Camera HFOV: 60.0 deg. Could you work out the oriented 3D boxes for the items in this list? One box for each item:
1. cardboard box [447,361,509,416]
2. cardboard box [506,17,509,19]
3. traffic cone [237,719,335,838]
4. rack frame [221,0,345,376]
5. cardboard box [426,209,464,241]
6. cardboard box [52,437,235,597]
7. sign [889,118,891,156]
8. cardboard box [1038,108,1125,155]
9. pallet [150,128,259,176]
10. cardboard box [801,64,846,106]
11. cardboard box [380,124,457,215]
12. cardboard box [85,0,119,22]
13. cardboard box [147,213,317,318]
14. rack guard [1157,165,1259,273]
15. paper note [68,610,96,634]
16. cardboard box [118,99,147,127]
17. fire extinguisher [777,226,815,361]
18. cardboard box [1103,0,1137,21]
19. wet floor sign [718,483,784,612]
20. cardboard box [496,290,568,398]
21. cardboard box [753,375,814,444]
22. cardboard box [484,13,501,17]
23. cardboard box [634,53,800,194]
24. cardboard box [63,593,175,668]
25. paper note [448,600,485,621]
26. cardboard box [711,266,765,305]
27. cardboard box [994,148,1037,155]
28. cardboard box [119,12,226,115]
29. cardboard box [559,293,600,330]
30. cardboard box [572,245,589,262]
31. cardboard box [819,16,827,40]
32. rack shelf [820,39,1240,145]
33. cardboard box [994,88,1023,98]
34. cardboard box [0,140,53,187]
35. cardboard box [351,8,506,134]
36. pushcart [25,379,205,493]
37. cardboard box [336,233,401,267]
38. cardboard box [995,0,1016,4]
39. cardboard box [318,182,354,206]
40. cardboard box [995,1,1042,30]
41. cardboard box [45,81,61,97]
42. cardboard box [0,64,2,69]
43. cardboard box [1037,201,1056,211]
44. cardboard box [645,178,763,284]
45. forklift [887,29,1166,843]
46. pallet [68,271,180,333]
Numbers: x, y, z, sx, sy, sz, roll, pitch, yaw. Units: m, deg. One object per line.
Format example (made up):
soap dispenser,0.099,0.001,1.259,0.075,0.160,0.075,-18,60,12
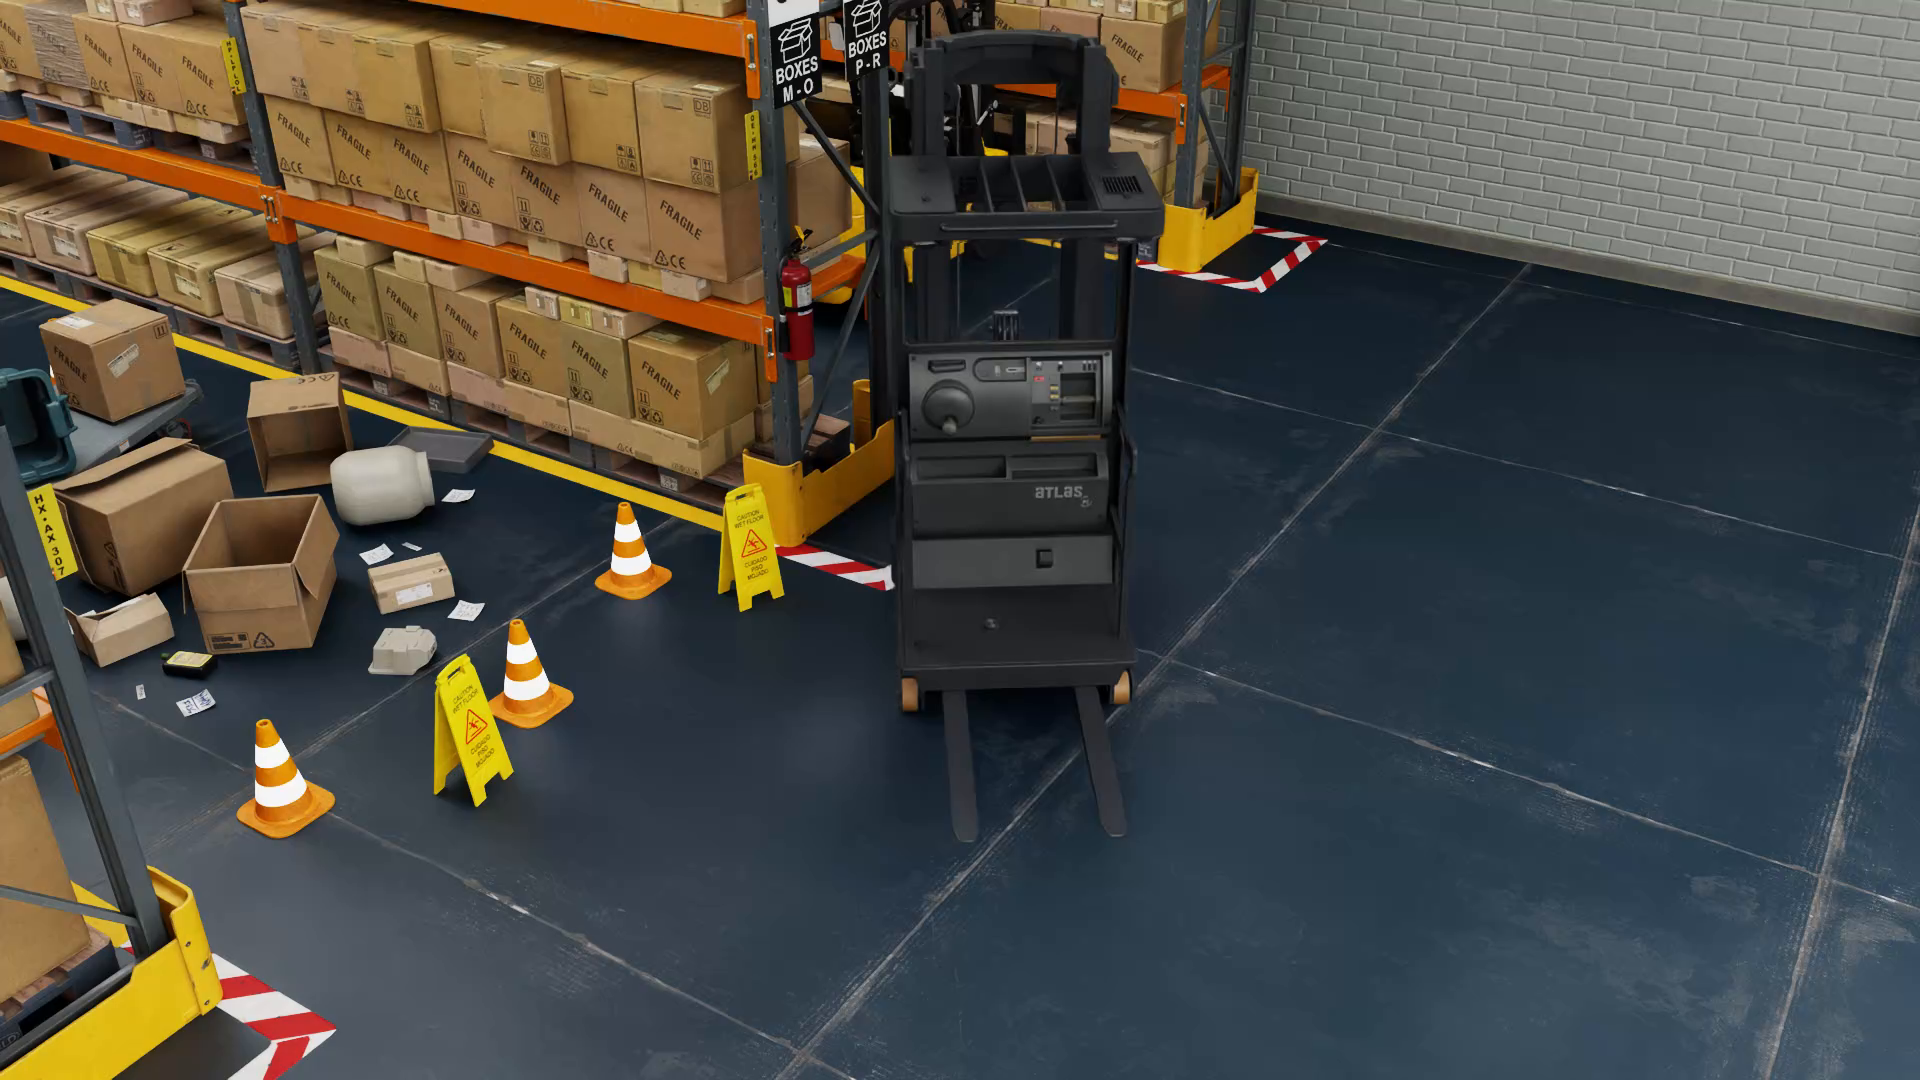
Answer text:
cardboard box,-2.816,-1.029,10.350,0.500,0.250,0.500,17,34,27
cardboard box,-4.312,-4.762,16.376,0.625,0.625,0.875,19,35,29
traffic cone,-2.934,0.970,7.127,0.334,0.463,0.336,18,35,27
rack frame,-4.081,-2.588,10.710,0.127,3.000,1.000,18,35,27
cardboard box,-2.906,-1.912,9.800,0.250,0.149,0.380,18,35,28
cardboard box,-4.323,-0.134,8.846,0.503,0.637,0.797,18,35,27
sign,-0.404,-2.122,9.052,0.005,0.325,0.100,18,35,27
cardboard box,0.951,-3.186,13.055,0.500,0.250,0.500,18,35,28
pallet,-4.651,-2.772,11.216,1.213,0.211,1.003,18,35,27
cardboard box,-1.202,-3.870,14.226,0.500,0.250,0.500,17,34,27
cardboard box,-3.000,-2.258,9.750,0.500,0.500,0.500,17,34,27
cardboard box,-5.427,-3.491,10.803,0.250,0.149,0.380,16,34,25
cardboard box,-5.137,-1.965,11.833,0.625,0.372,0.950,20,36,30
rack guard,1.963,-2.550,13.125,0.348,0.500,1.175,18,35,27
paper note,-4.504,0.420,8.507,0.172,0.023,0.155,-21,36,-32
cardboard box,-5.332,-2.880,11.042,0.250,0.149,0.380,18,35,28
fire extinguisher,-0.841,-1.256,8.503,0.183,0.674,0.296,18,35,27
cardboard box,1.268,-3.989,12.367,0.250,0.149,0.380,18,35,28
wet floor sign,-1.101,0.008,8.596,0.267,0.644,0.232,-21,36,-32
cardboard box,-2.378,-1.214,9.922,0.500,0.500,0.500,17,34,26
cardboard box,-1.229,-0.845,10.033,0.500,0.250,0.500,17,34,27
cardboard box,-5.041,-5.114,17.102,0.500,0.500,0.500,19,35,29
cardboard box,-1.242,-2.164,8.596,0.500,0.500,0.700,17,34,26
cardboard box,-4.192,0.407,8.289,0.258,0.266,0.396,24,38,35
paper note,-2.552,0.362,8.599,0.142,0.019,0.148,6,31,10
cardboard box,-1.123,-1.417,8.952,0.250,0.149,0.380,19,35,29
cardboard box,0.497,-3.111,13.422,0.500,0.250,0.500,17,34,26
cardboard box,-5.015,-3.099,10.775,0.500,0.500,0.500,18,35,28
cardboard box,-2.068,-1.356,9.522,0.250,0.149,0.380,18,35,28
cardboard box,-1.979,-1.700,9.437,0.250,0.149,0.380,18,35,28
cardboard box,-1.208,-4.521,13.923,0.500,0.500,0.500,17,34,26
rack shelf,0.249,-3.861,13.606,4.000,0.370,1.077,18,35,27
cardboard box,0.363,-3.682,13.905,0.500,0.250,0.500,17,34,26
cardboard box,-8.009,-3.144,13.354,0.875,0.875,0.875,17,34,27
cardboard box,-2.991,-2.689,9.496,0.500,0.500,0.700,17,34,26
pushcart,-5.250,-0.469,9.680,0.936,0.377,1.648,6,31,10
cardboard box,-3.651,-1.854,10.375,0.250,0.149,0.380,18,35,28
cardboard box,0.401,-4.266,12.843,0.250,0.149,0.380,18,35,28
cardboard box,-3.743,-2.213,10.316,0.250,0.149,0.380,19,35,29
cardboard box,0.518,-3.979,12.995,0.500,0.500,0.500,17,34,26
cardboard box,-6.136,-3.210,11.609,0.250,0.149,0.380,19,35,29
cardboard box,-6.765,-3.657,11.731,0.500,0.500,0.500,20,35,30
cardboard box,0.961,-2.758,13.313,0.500,0.250,0.500,18,35,27
cardboard box,-1.299,-1.716,8.821,0.500,0.500,0.500,17,34,26
forklift,0.246,-0.625,7.413,1.130,2.935,3.031,-2,30,-3
pallet,-5.778,-1.918,12.328,1.213,0.211,1.003,18,35,27
